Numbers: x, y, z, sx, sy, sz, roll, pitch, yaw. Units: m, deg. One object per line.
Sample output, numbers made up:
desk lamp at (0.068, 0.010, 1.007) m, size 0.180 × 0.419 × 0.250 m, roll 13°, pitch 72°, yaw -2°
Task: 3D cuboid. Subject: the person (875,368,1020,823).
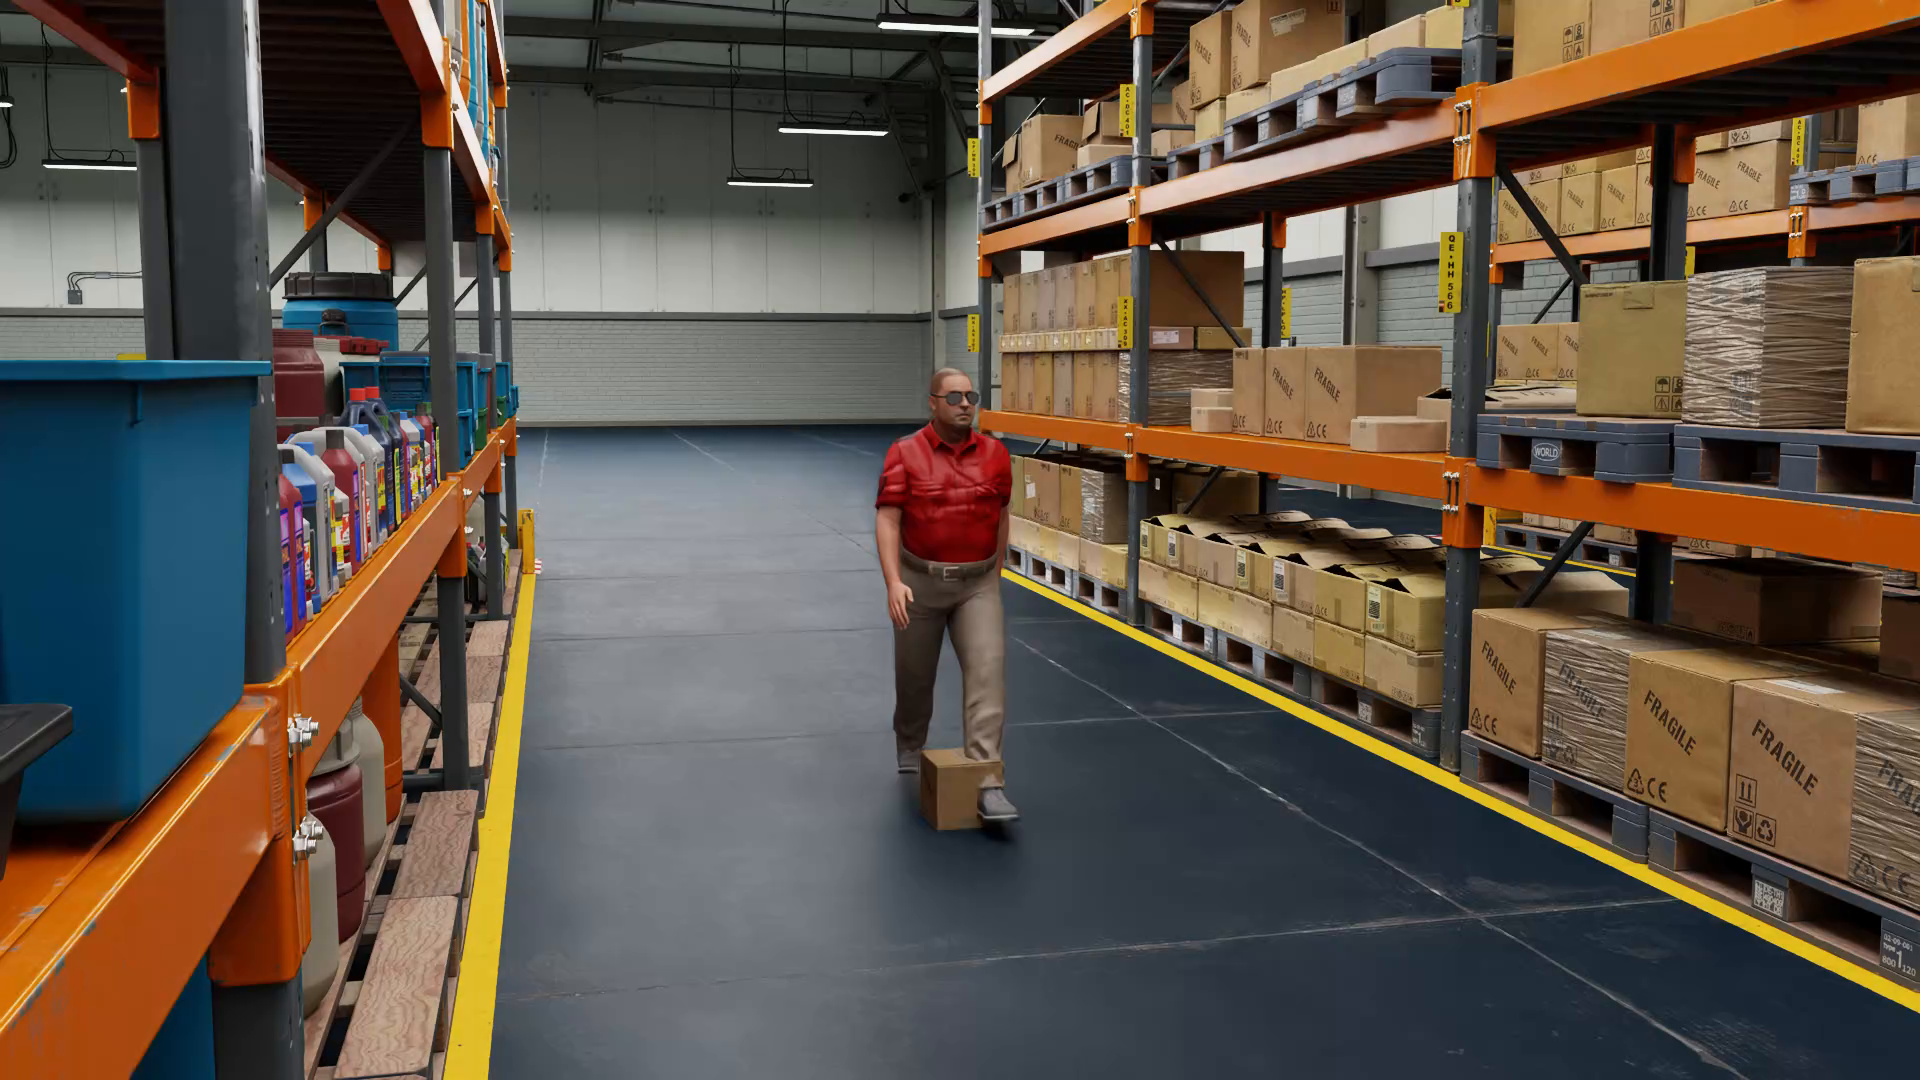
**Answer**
person at (-0.048, 0.178, 6.363) m, size 0.564 × 1.660 × 1.089 m, roll -1°, pitch 6°, yaw -12°
